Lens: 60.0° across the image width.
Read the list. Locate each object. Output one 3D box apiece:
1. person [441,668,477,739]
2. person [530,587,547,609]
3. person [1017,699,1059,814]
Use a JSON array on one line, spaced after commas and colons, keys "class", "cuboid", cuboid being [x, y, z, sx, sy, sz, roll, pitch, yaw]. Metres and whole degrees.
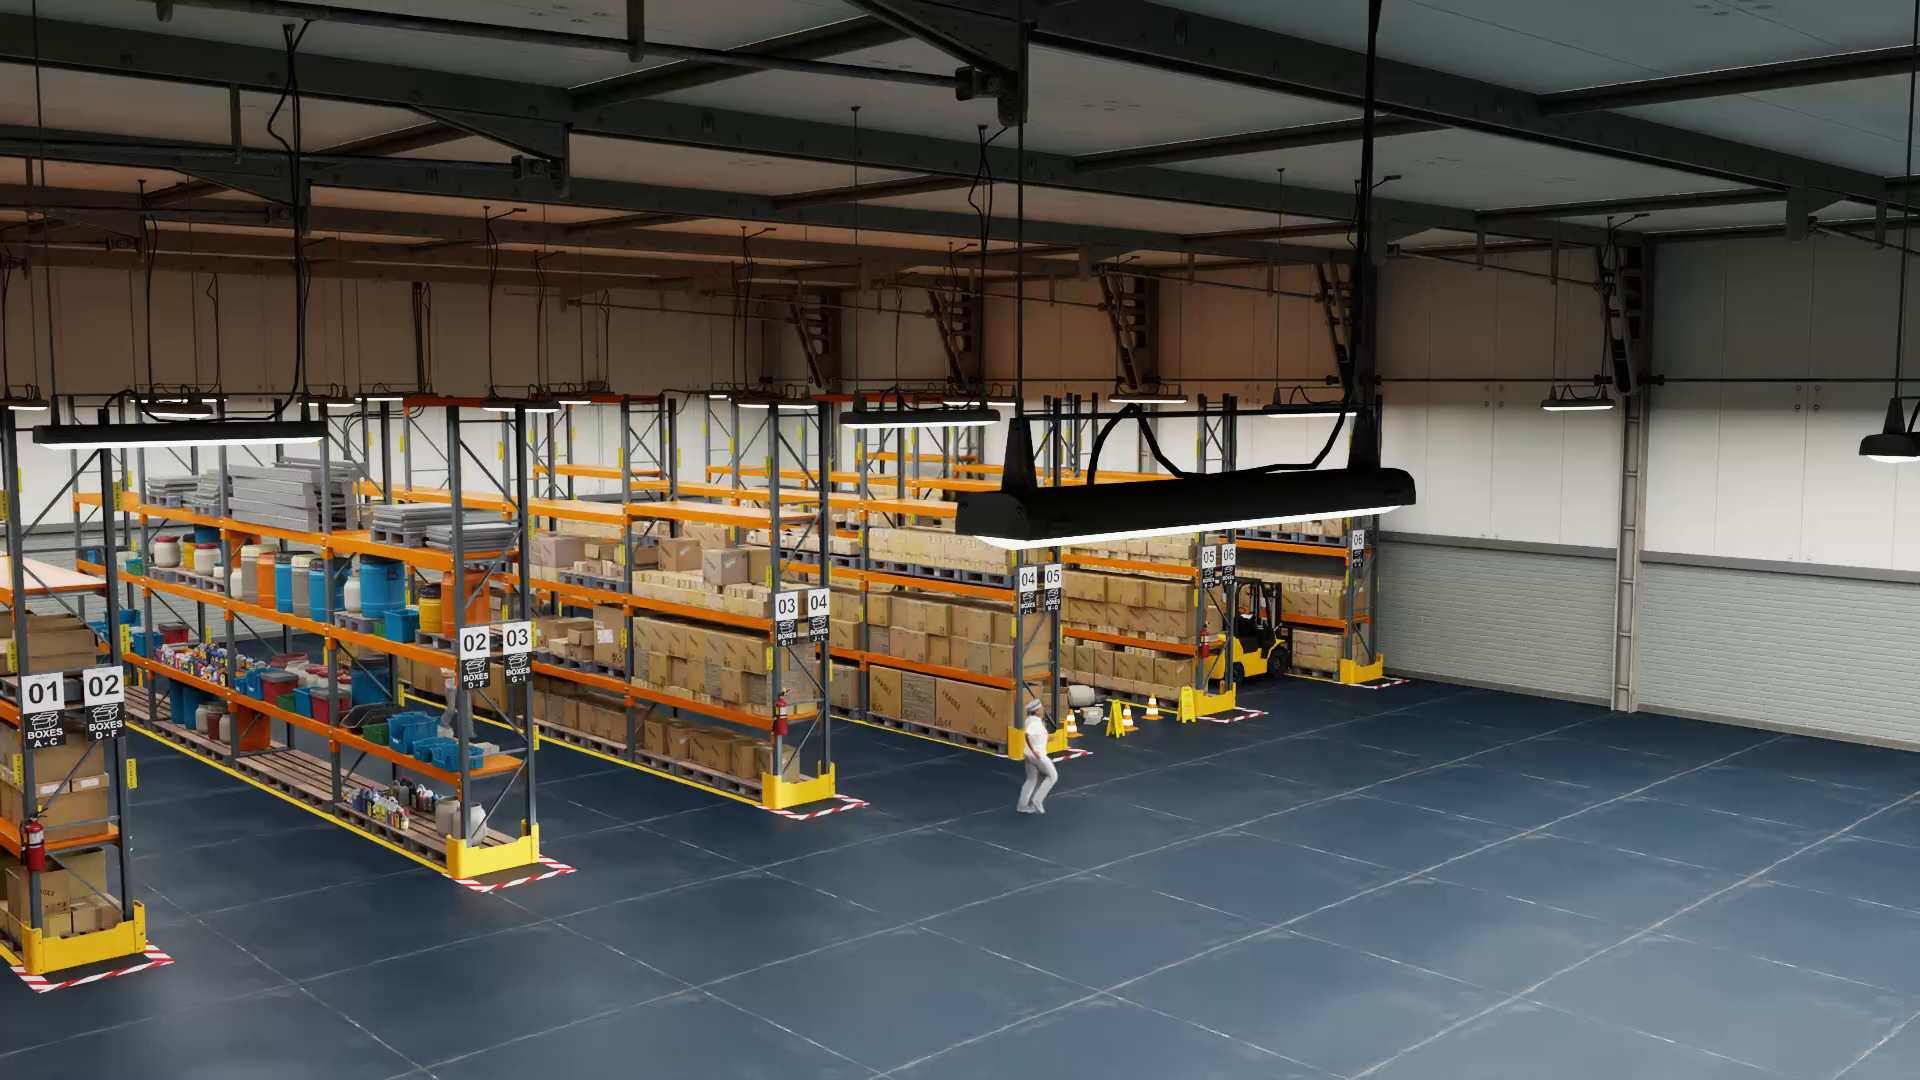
[{"class": "person", "cuboid": [-8.916, 2.643, 29.467, 0.893, 1.688, 0.604, 5, 8, 43]}, {"class": "person", "cuboid": [-10.338, 1.575, 40.571, 0.646, 1.668, 0.618, 4, 7, 39]}, {"class": "person", "cuboid": [1.143, 3.149, 24.236, 0.628, 1.689, 0.559, -2, 6, -19]}]
